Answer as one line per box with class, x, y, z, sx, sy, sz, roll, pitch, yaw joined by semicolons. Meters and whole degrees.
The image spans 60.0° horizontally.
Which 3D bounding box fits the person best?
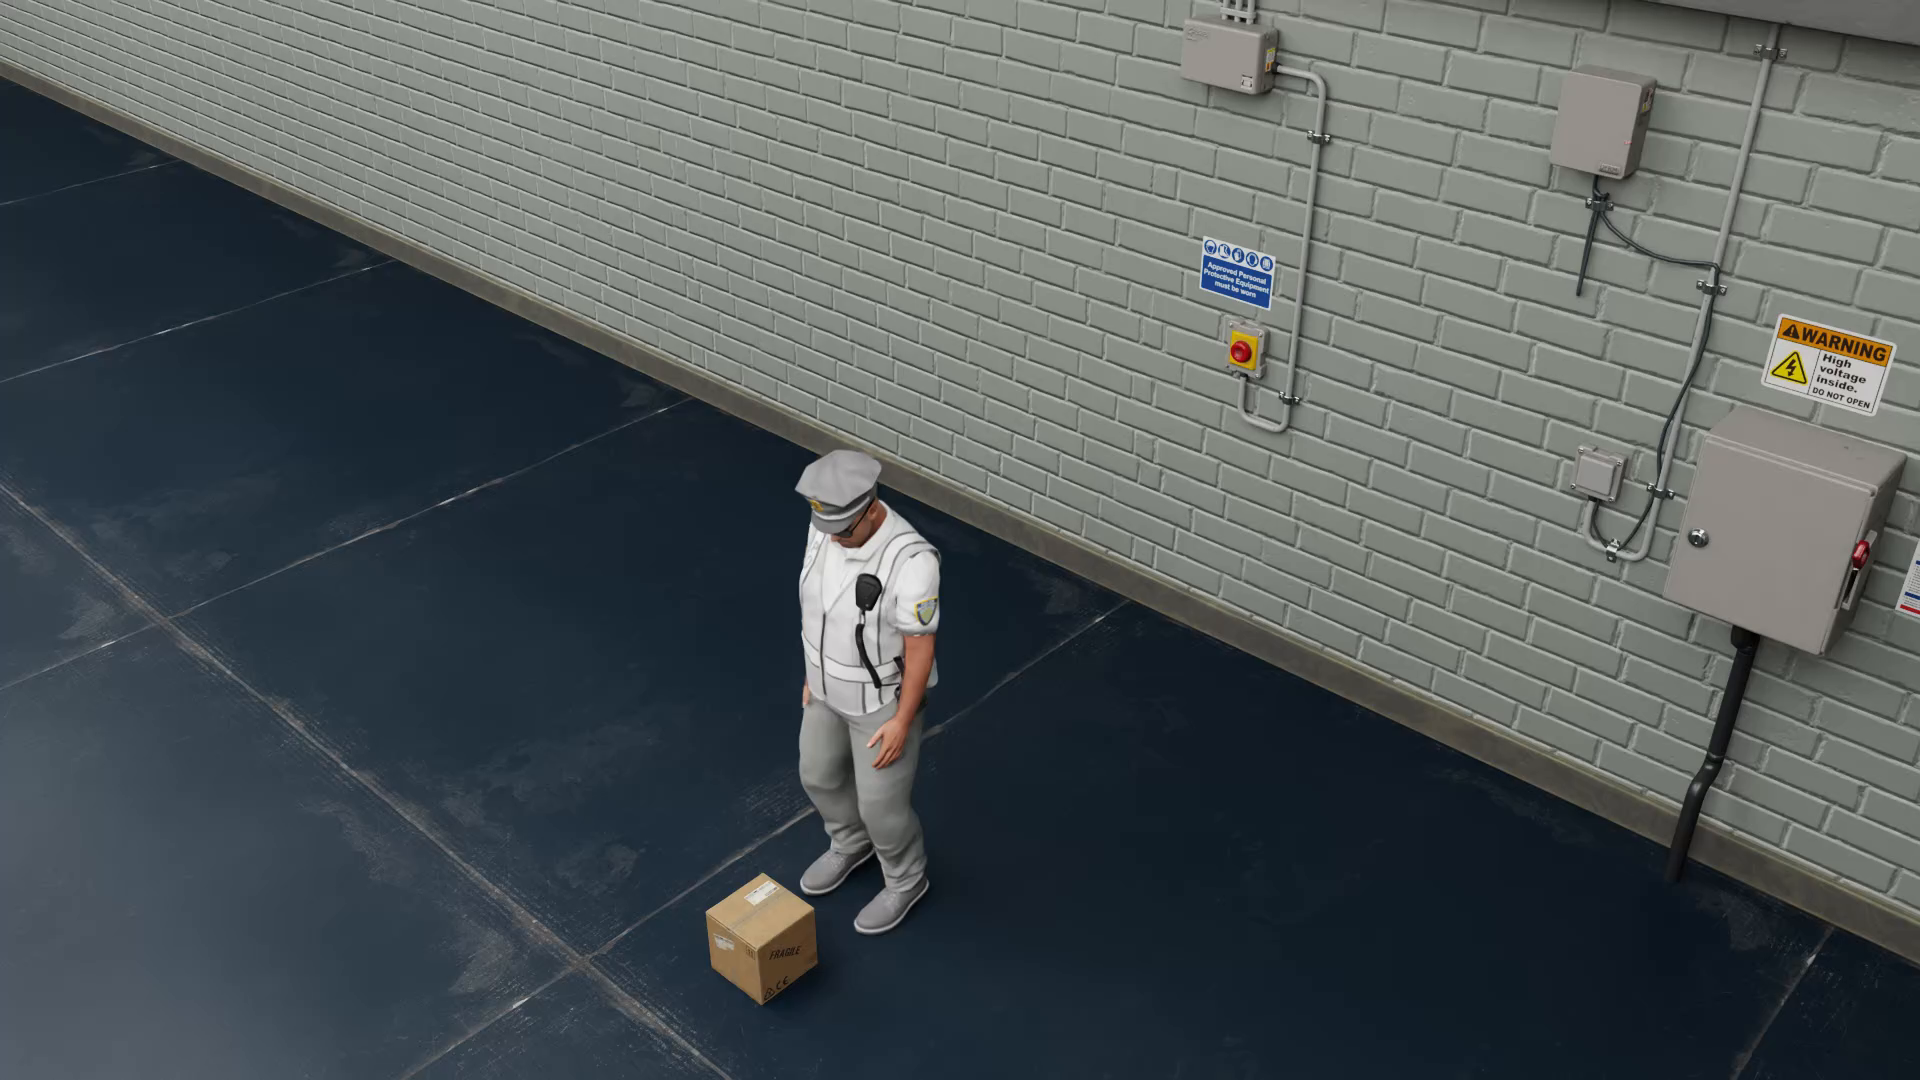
person;-0.292;0.487;5.356;0.544;1.726;0.424;26;40;36
